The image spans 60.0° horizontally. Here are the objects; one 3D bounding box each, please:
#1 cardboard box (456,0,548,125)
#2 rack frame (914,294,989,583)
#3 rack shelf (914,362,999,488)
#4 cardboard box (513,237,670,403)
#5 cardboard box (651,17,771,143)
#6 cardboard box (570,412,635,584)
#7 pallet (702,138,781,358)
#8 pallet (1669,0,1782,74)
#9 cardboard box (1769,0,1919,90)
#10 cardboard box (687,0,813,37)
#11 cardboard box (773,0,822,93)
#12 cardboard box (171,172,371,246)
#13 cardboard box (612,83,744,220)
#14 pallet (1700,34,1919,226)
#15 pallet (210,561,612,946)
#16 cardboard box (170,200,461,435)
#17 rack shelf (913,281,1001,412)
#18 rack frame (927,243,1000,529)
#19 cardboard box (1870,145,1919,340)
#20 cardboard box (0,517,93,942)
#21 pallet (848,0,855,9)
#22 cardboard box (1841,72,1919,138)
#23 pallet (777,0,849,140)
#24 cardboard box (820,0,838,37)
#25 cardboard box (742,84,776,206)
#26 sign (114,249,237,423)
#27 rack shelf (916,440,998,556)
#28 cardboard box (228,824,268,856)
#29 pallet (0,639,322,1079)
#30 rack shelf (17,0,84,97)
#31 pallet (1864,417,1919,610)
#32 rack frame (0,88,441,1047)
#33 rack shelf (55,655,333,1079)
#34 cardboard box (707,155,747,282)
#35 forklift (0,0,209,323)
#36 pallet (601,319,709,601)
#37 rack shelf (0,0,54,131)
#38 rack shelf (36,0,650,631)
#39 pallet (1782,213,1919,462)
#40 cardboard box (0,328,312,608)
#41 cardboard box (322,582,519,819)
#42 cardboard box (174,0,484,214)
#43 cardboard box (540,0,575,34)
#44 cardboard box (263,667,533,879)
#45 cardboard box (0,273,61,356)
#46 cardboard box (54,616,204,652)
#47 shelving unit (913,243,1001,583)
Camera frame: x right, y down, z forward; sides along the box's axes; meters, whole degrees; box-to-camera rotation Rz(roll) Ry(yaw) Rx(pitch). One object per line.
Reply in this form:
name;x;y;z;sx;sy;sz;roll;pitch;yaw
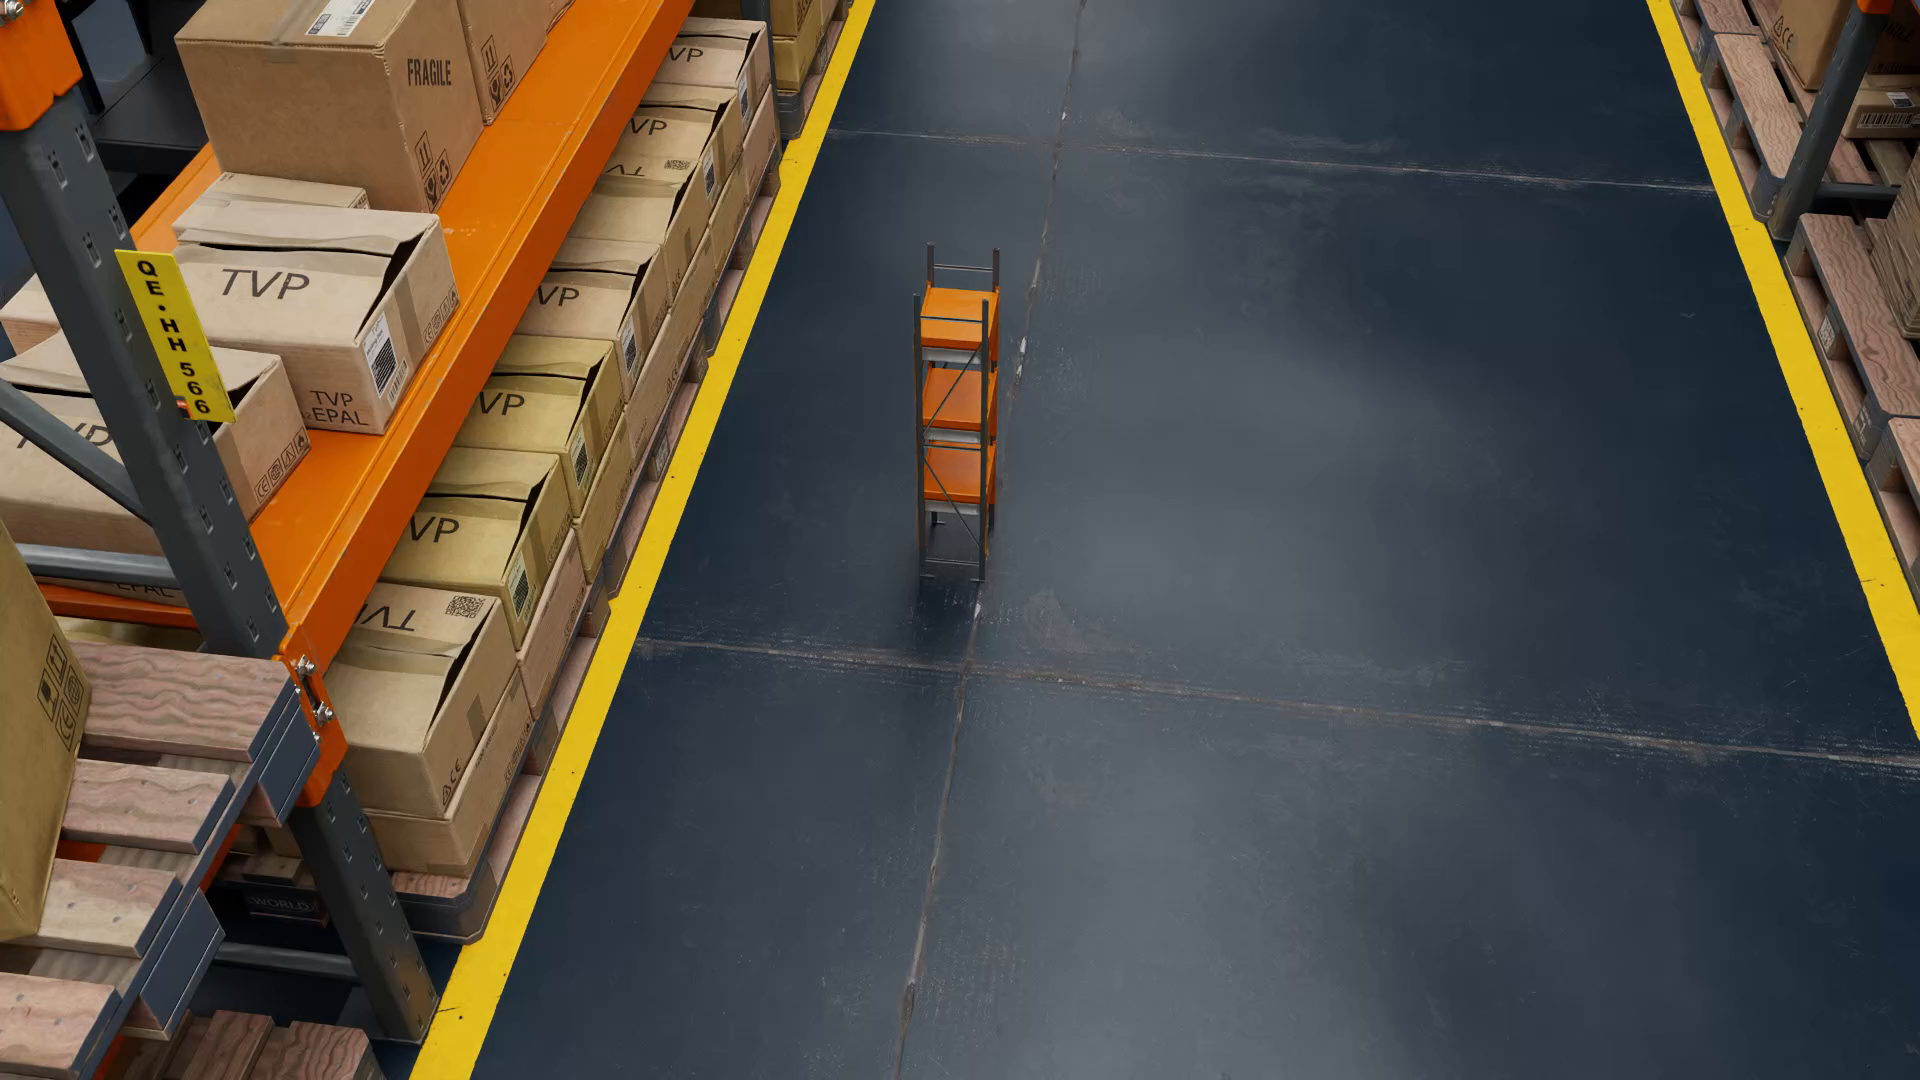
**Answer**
cardboard box;-1.497;-1.506;4.587;0.500;0.500;0.500;5;44;6
rack frame;-0.023;-0.262;4.763;0.200;1.050;0.008;5;44;6
rack shelf;-0.007;-0.337;4.858;0.215;0.259;0.240;5;44;6
cardboard box;-1.213;-0.711;5.106;0.500;0.311;0.500;5;44;5
cardboard box;-1.012;-1.748;6.201;0.500;0.311;0.500;5;44;6
cardboard box;-1.283;-0.148;4.919;0.500;0.250;0.500;4;44;4
pallet;-1.302;-1.174;6.337;1.003;0.211;1.213;5;44;6
pallet;3.880;-2.527;7.765;1.003;0.211;1.213;5;44;6
cardboard box;3.765;-2.208;6.898;0.500;0.500;0.500;2;43;2
cardboard box;-0.871;-2.406;6.759;0.500;0.500;0.500;5;44;6
cardboard box;-0.881;-2.135;7.018;0.500;0.250;0.500;5;44;6
cardboard box;-1.659;-0.749;4.042;0.380;0.149;0.250;8;44;9
cardboard box;-1.075;-1.393;5.826;0.500;0.311;0.500;6;44;7
pallet;3.721;-1.693;6.885;1.003;0.211;1.213;5;44;6
pallet;-1.624;0.489;4.580;1.003;0.211;1.213;5;44;6
cardboard box;-1.462;-0.526;3.689;0.500;0.311;0.500;5;44;5
rack shelf;-0.007;-0.543;4.663;0.215;0.259;0.240;5;44;6
rack frame;0.009;-0.428;4.938;0.200;1.050;0.008;5;44;6
cardboard box;3.587;-0.994;5.616;0.700;0.500;0.500;7;44;7
cardboard box;-1.743;0.284;2.390;0.700;0.500;0.500;-8;44;-9
pallet;-0.938;-3.052;8.320;1.003;0.211;1.213;5;44;6
cardboard box;3.709;-1.743;6.650;0.380;0.166;0.250;0;43;0
pallet;-1.096;-2.218;7.439;1.003;0.211;1.213;5;44;6
cardboard box;-0.810;-2.475;7.377;0.500;0.250;0.500;5;44;6
cardboard box;-1.011;-1.538;6.387;0.500;0.250;0.500;5;44;5
sign;-1.233;-0.315;2.617;0.100;0.325;0.005;5;44;6
rack shelf;-0.007;-0.135;5.049;0.215;0.259;0.240;5;44;6
cardboard box;-1.944;0.499;4.236;0.500;0.250;0.500;6;44;7
pallet;-1.792;0.572;2.604;1.213;0.211;1.003;5;44;6
rack shelf;-1.508;-2.157;3.688;1.077;0.370;4.000;5;44;6
pallet;3.407;0.132;4.957;1.003;0.211;1.213;5;44;6
rack frame;-1.772;0.034;3.033;1.000;3.000;0.127;5;44;6
rack shelf;-2.036;1.658;1.841;1.077;0.370;4.000;5;44;6
cardboard box;-1.079;-1.193;6.023;0.500;0.250;0.500;5;44;5
forklift;-2.840;-2.605;5.869;1.130;2.935;3.031;6;44;6
pallet;-1.461;-0.340;5.456;1.003;0.211;1.213;5;44;6
rack shelf;-2.036;0.569;0.809;1.077;0.370;4.000;5;44;6
rack shelf;-1.508;-1.139;4.652;0.919;0.124;3.809;5;44;6
pallet;3.566;-0.701;5.837;1.003;0.211;1.213;5;44;6
cardboard box;-1.681;-0.178;3.321;0.500;0.311;0.500;8;44;8
cardboard box;-1.412;0.346;3.990;0.500;0.311;0.500;7;44;7
cardboard box;-1.566;-1.148;4.208;0.500;0.500;0.500;3;44;3
cardboard box;-1.430;-1.848;4.947;0.500;0.500;0.500;8;44;9
cardboard box;-1.412;0.549;4.183;0.500;0.250;0.500;5;44;5
cardboard box;-1.927;-0.513;3.793;0.380;0.149;0.250;5;44;6
cardboard box;-1.947;0.297;4.042;0.500;0.311;0.500;6;44;7
shelving unit;-0.007;-0.345;4.851;0.215;1.050;0.252;5;44;6
